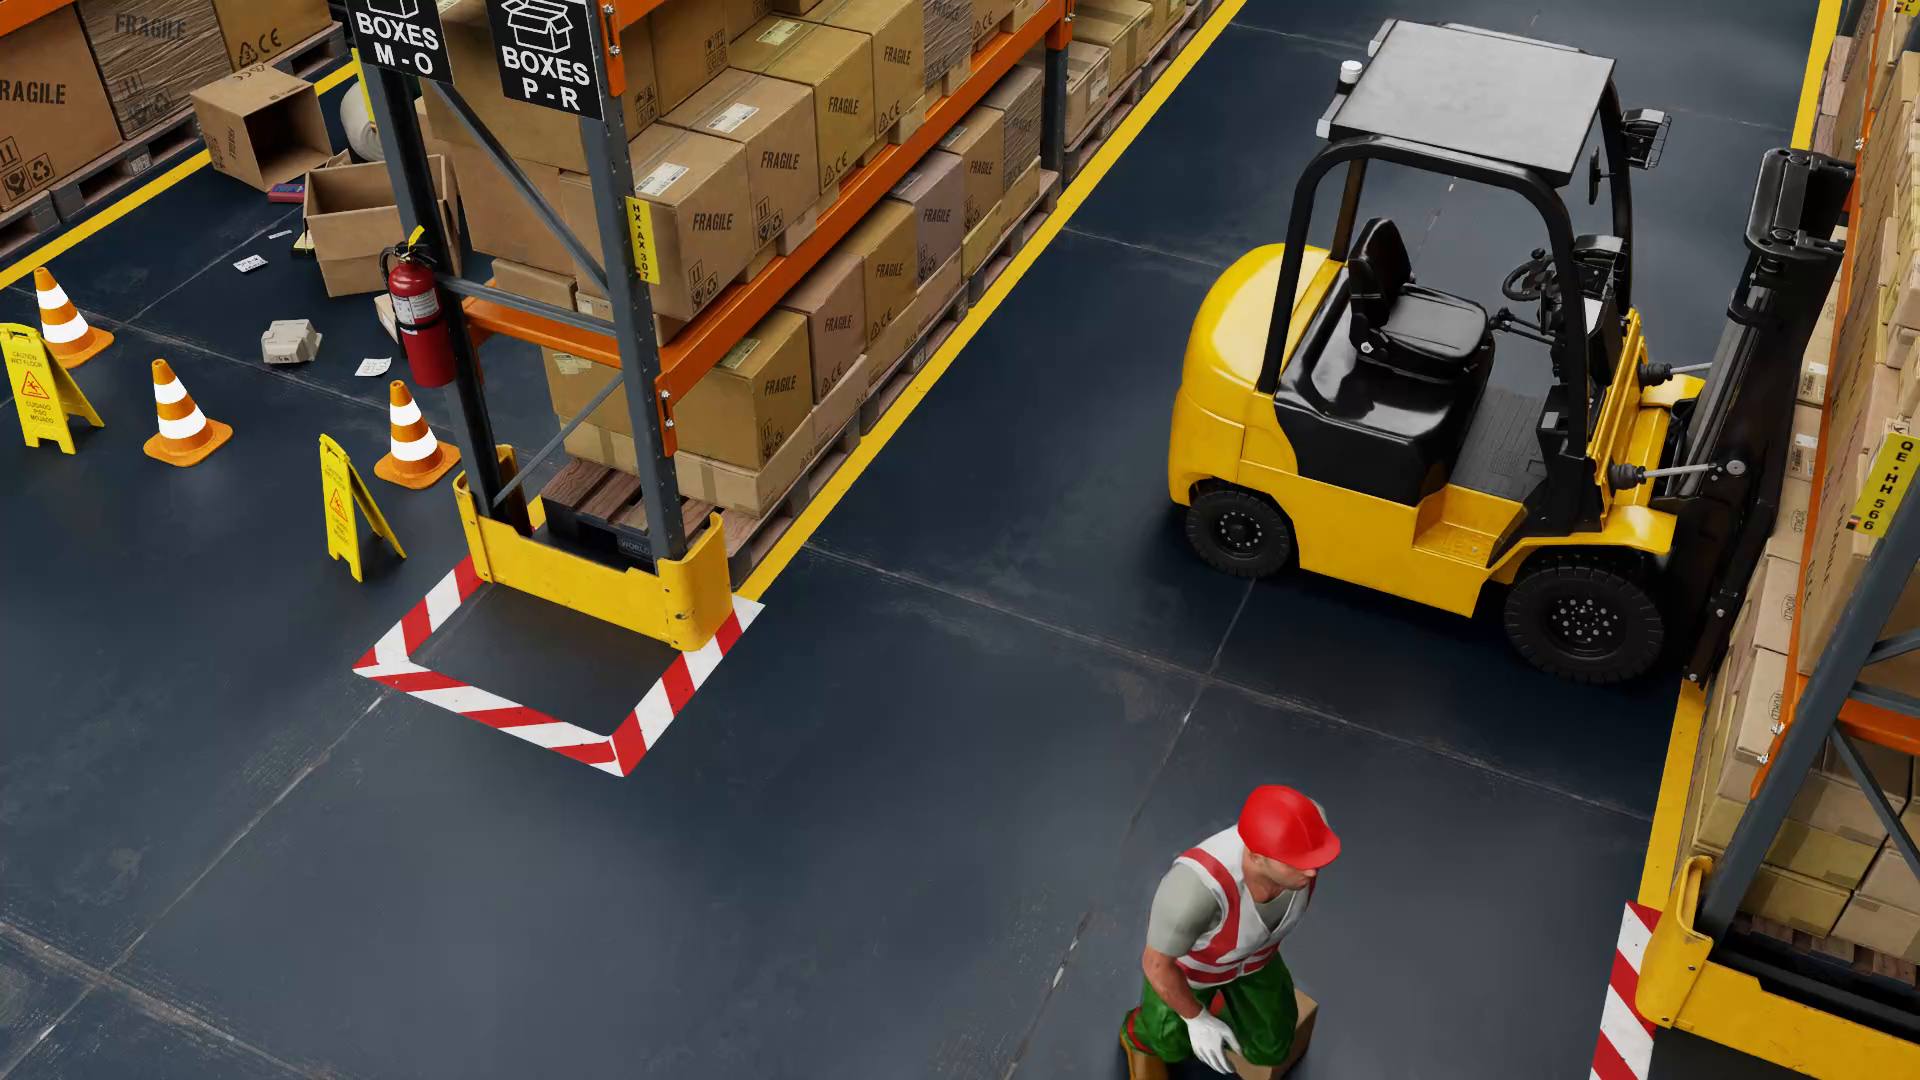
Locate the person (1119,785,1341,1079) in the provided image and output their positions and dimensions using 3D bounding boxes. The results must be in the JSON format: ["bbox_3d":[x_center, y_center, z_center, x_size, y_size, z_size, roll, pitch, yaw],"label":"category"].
[{"bbox_3d":[0.783,1.189,4.873,0.700,1.690,0.647,-16,44,-18],"label":"person"}]
